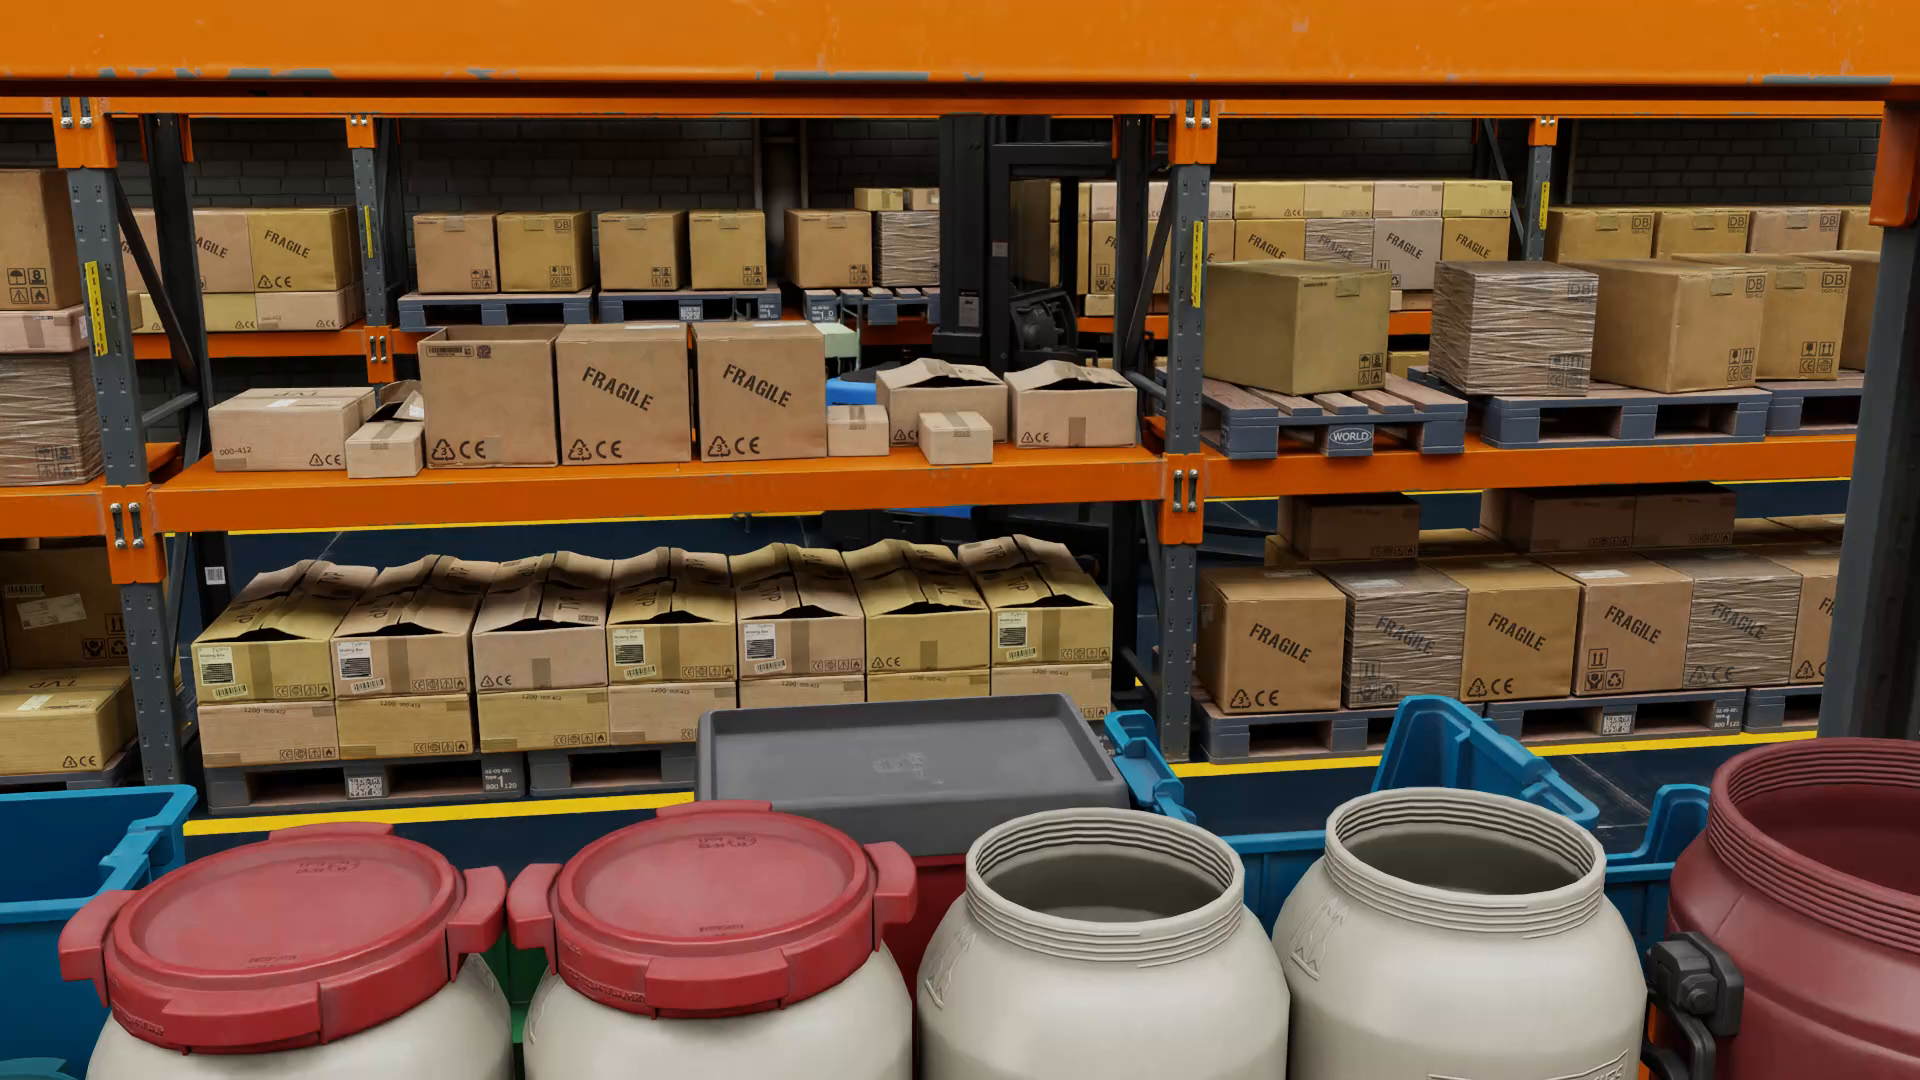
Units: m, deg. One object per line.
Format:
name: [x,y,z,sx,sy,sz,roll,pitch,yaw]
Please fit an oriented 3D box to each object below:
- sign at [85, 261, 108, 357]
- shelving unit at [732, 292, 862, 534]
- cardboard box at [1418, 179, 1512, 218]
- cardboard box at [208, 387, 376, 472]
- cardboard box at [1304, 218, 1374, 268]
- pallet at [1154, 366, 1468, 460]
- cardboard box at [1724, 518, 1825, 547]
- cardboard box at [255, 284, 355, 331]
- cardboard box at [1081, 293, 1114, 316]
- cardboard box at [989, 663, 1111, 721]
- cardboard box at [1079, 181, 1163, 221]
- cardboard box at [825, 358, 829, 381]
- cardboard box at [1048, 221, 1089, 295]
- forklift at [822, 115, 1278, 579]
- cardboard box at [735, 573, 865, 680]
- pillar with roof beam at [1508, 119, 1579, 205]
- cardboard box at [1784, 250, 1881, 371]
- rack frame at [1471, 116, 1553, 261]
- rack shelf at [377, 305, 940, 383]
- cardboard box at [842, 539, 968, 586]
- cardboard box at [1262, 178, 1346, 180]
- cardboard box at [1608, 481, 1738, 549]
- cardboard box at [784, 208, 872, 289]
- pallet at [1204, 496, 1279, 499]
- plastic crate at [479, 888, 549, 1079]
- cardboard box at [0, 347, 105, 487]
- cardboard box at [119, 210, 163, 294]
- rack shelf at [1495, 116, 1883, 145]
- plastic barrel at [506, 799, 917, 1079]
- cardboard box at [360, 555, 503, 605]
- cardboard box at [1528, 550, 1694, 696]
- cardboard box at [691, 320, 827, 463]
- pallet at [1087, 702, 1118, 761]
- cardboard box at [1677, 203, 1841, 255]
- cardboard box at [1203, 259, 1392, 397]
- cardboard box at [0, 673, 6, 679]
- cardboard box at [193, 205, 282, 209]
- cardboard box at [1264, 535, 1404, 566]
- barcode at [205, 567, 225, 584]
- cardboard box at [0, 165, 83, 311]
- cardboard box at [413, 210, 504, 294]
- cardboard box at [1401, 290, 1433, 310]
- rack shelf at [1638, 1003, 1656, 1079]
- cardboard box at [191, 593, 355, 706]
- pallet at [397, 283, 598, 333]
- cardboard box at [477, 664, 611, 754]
sign: [-3.044,-0.815,5.862,0.005,0.325,0.100,-2,14,-8]
shelving unit: [-1.076,-0.839,10.908,0.755,1.500,0.431,-4,18,-21]
cardboard box: [3.618,-2.459,11.961,0.500,0.250,0.500,-2,14,-7]
cardboard box: [-2.647,-0.446,6.641,0.500,0.250,0.500,-1,14,-5]
cardboard box: [2.621,-2.059,11.909,0.500,0.500,0.500,-2,14,-8]
pallet: [1.487,-0.583,7.276,1.003,0.211,1.213,-2,14,-8]
cardboard box: [3.743,0.200,7.992,0.500,0.500,0.500,-2,14,-7]
cardboard box: [-4.293,-1.528,10.917,0.500,0.250,0.500,-2,14,-8]
cardboard box: [0.972,-1.667,11.677,0.250,0.149,0.380,-2,14,-7]
cardboard box: [0.344,0.573,7.061,0.500,0.250,0.500,-2,14,-7]
cardboard box: [1.105,-2.367,11.593,0.500,0.250,0.500,-2,14,-9]
cardboard box: [-1.191,-1.147,11.821,0.500,0.250,0.500,-2,14,-7]
cardboard box: [0.604,-1.985,11.612,0.500,0.500,0.500,-2,14,-7]
forklift: [0.690,-1.315,9.942,3.031,2.935,1.130,7,15,24]
cardboard box: [-0.666,0.339,6.839,0.500,0.311,0.500,-2,14,-9]
pillar with roof beam: [5.246,-4.079,8.488,0.400,9.000,9.100,-2,14,-8]
cardboard box: [4.281,-1.069,7.748,0.500,0.500,0.700,-7,16,-27]
rack frame: [4.041,-1.971,12.416,0.127,3.000,1.000,-2,14,-8]
rack shelf: [-1.892,-1.405,11.637,4.000,0.370,1.077,-2,14,-8]
cardboard box: [-0.252,0.192,7.424,0.500,0.311,0.500,-2,14,-10]
cardboard box: [2.536,-2.544,12.298,0.500,0.250,0.500,-3,14,-10]
cardboard box: [3.280,-0.149,7.844,0.500,0.250,0.500,-2,14,-8]
cardboard box: [-0.926,-2.042,11.588,0.500,0.500,0.700,-3,14,-14]
pallet: [2.081,-0.528,12.392,1.213,0.211,1.003,-2,14,-8]
plastic crate: [-0.713,0.673,2.306,0.662,0.188,0.450,-2,14,-8]
cardboard box: [-3.566,-0.521,6.427,0.500,0.500,0.700,-2,14,-10]
cardboard box: [-5.283,-1.855,10.680,0.500,0.500,0.500,-3,14,-10]
rack shelf: [6.019,-3.150,12.428,4.000,0.370,1.077,-2,14,-8]
plastic barrel: [-0.261,0.612,1.838,0.433,0.535,0.433,0,14,0]
cardboard box: [-2.256,0.264,7.139,0.500,0.311,0.500,-2,14,-7]
cardboard box: [2.849,0.359,7.359,0.500,0.500,0.500,-3,14,-10]
cardboard box: [-0.829,-0.619,6.817,0.500,0.500,0.500,-3,14,-11]
pallet: [0.008,0.738,7.345,1.213,0.211,1.003,-2,14,-8]
cardboard box: [6.021,-2.186,12.657,0.700,0.700,0.980,-3,14,-11]
cardboard box: [1.434,-0.937,7.223,0.500,0.500,0.700,-7,16,-27]
cardboard box: [-4.050,0.725,6.453,0.500,0.250,0.500,-2,14,-8]
cardboard box: [-4.877,-1.997,11.246,0.500,0.500,0.500,-2,14,-9]
cardboard box: [1.717,0.274,7.698,0.500,0.500,0.500,-2,14,-6]
barcode: [-2.813,0.134,6.281,0.075,0.075,0.001,-2,14,-8]
cardboard box: [-3.566,-1.150,6.269,0.500,0.500,0.700,-2,14,-8]
cardboard box: [-3.361,-1.954,11.235,0.500,0.500,0.700,-2,14,-8]
cardboard box: [3.240,-1.765,12.070,0.250,0.149,0.380,-2,14,-7]
rack shelf: [-0.416,0.978,2.134,4.000,0.370,1.077,-2,14,-8]
cardboard box: [-2.682,0.413,6.545,0.500,0.311,0.500,-2,14,-8]
pallet: [-3.092,-1.581,11.254,1.213,0.211,1.003,-2,14,-8]
cardboard box: [-1.675,0.647,6.763,0.500,0.250,0.500,-3,14,-10]
